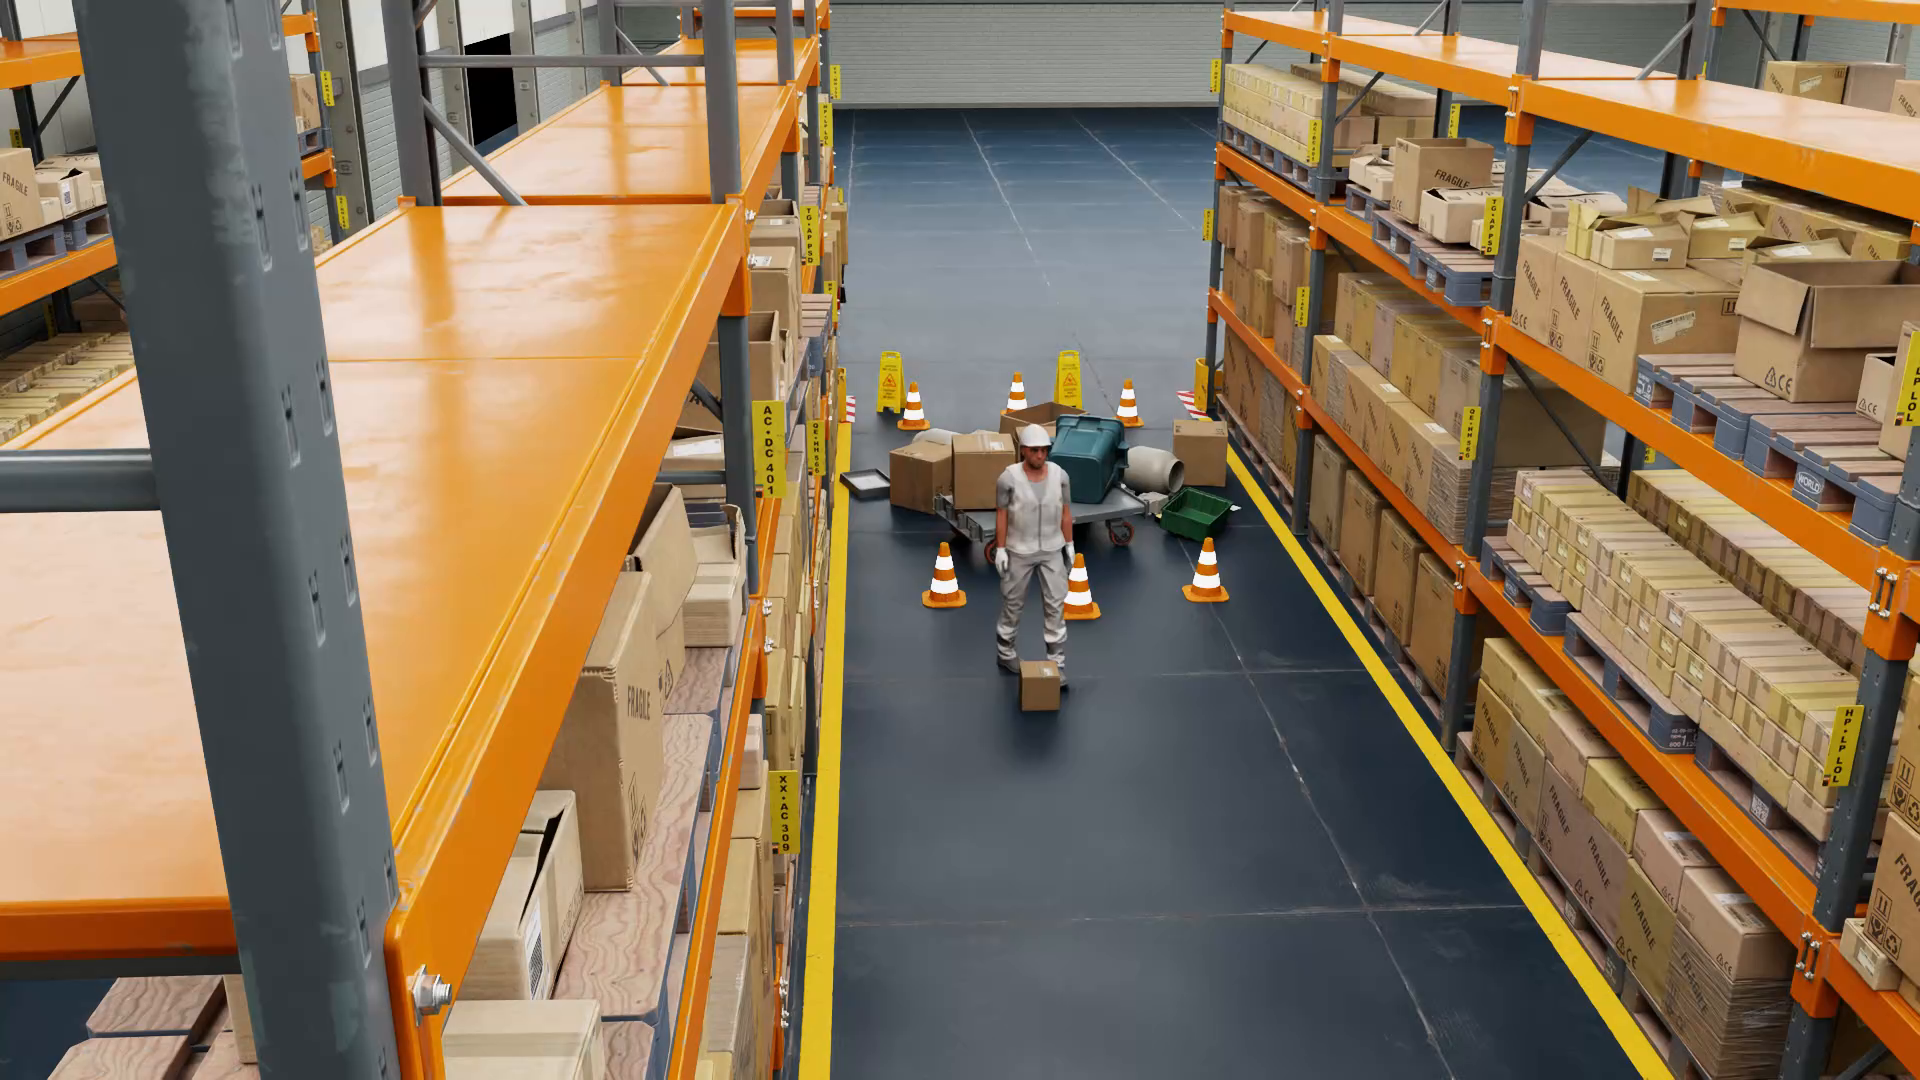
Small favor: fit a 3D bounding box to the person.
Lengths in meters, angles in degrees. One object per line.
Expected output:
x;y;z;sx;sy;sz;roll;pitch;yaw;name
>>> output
0.533;0.105;11.247;0.564;1.792;0.569;-4;21;-12;person
